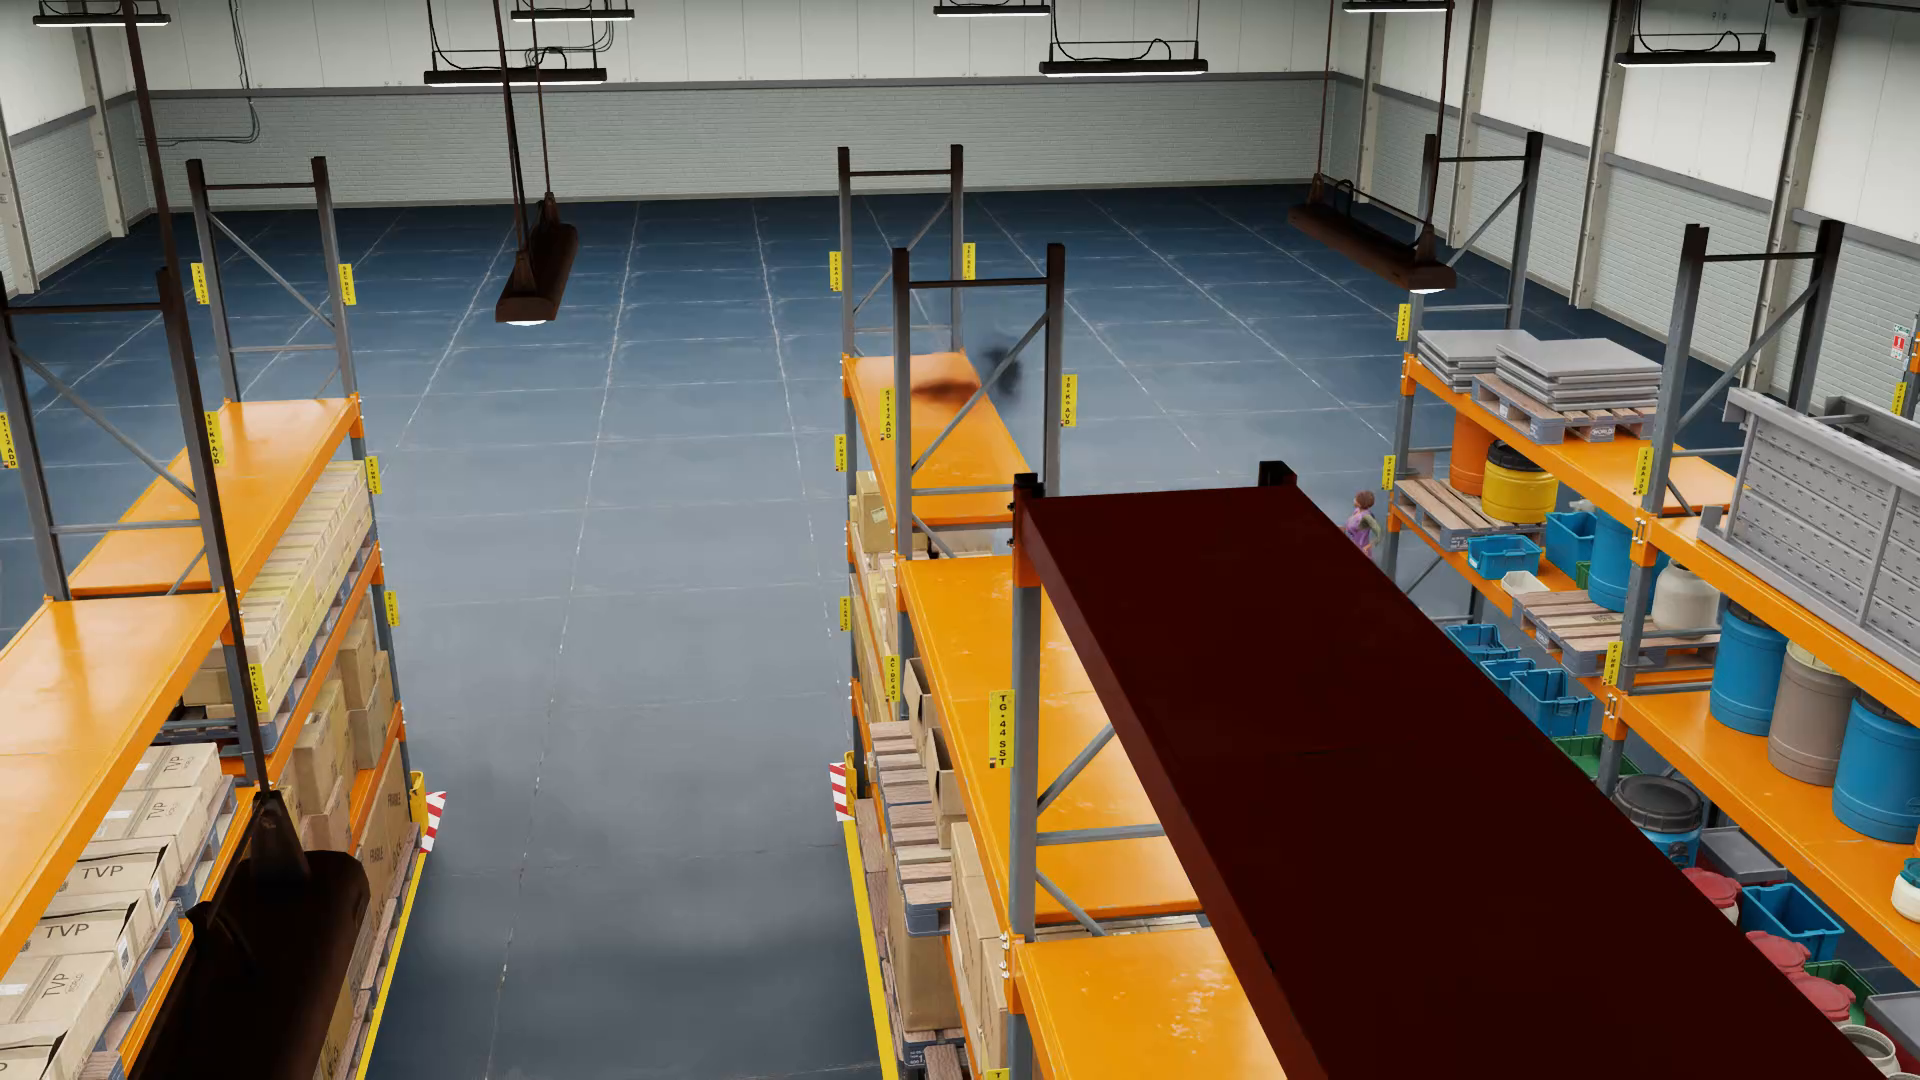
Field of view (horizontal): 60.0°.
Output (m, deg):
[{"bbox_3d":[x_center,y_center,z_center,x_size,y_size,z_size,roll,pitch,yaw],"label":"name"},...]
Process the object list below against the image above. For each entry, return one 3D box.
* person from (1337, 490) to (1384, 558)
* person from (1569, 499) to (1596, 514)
[{"bbox_3d":[4.548,0.181,18.963,0.853,1.596,0.537,4,22,9],"label":"person"},{"bbox_3d":[6.921,0.350,18.553,0.794,1.672,0.600,9,23,22],"label":"person"}]
